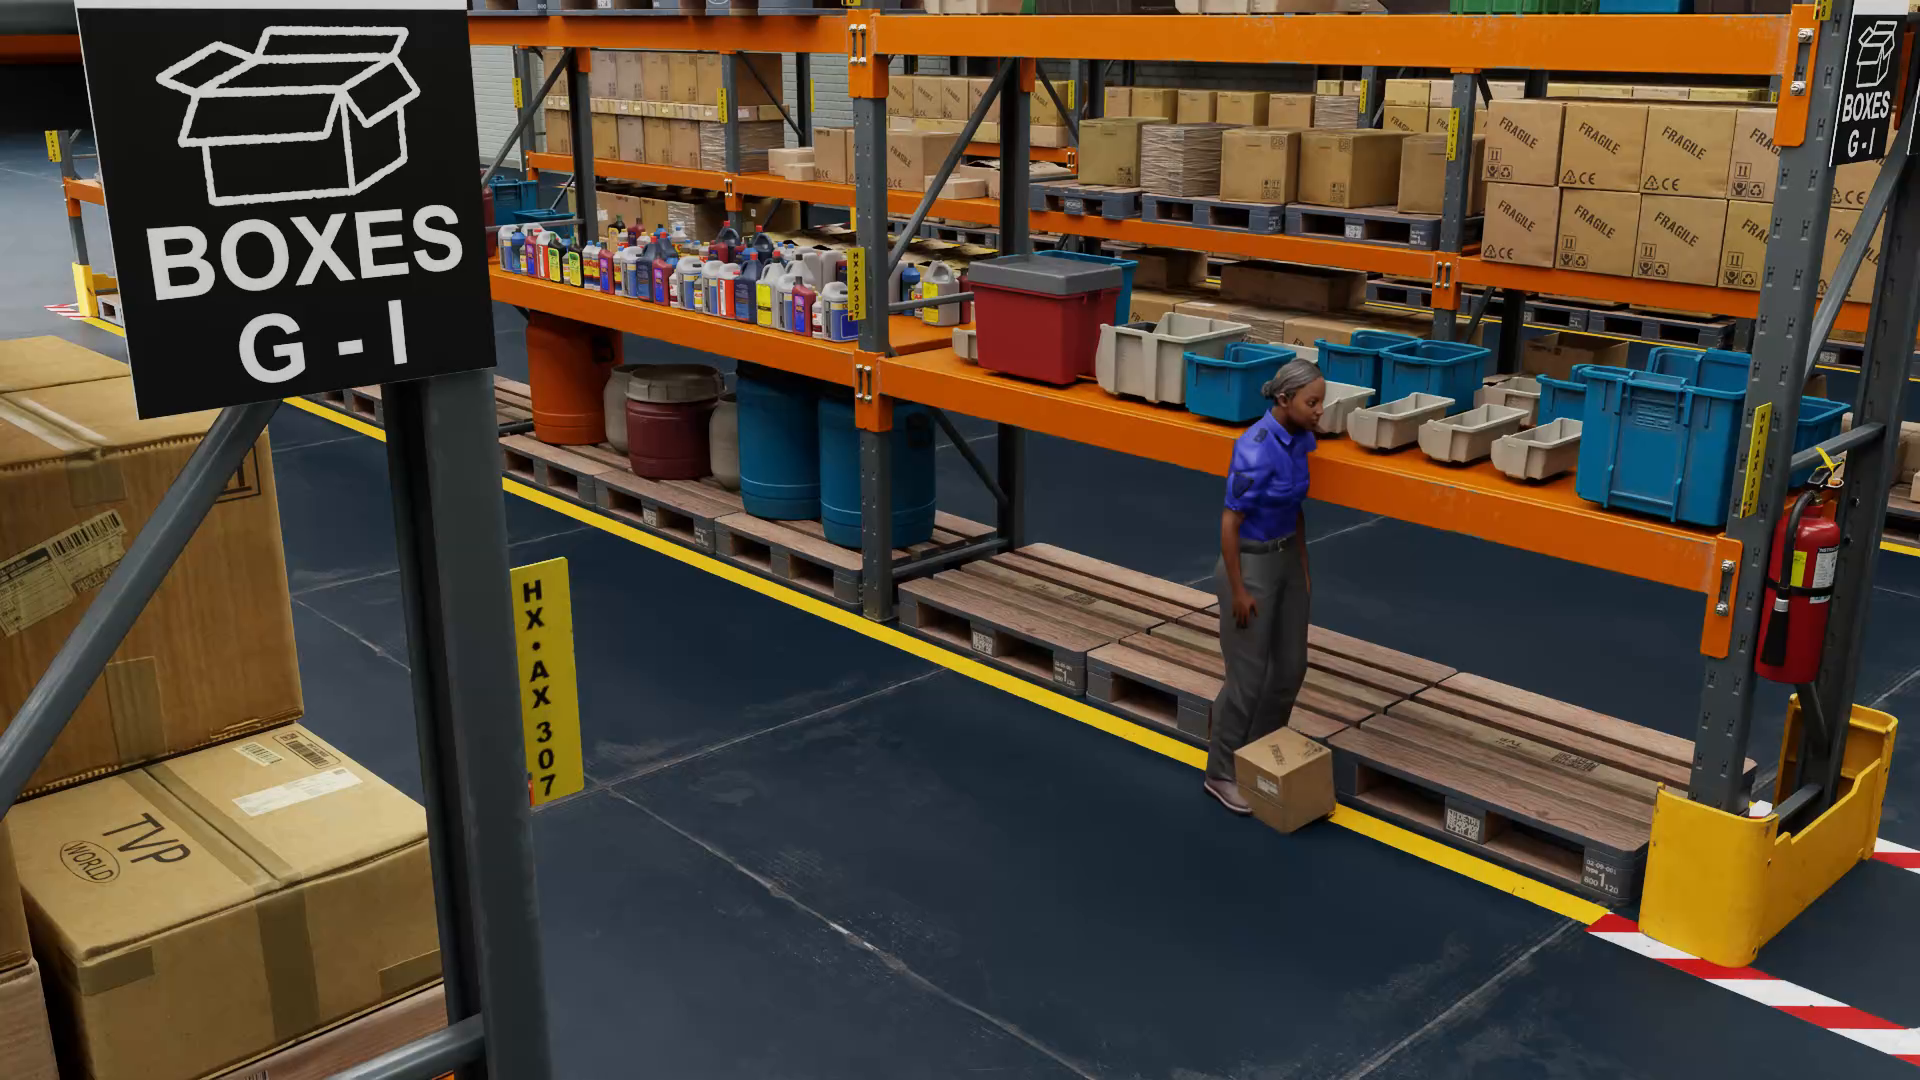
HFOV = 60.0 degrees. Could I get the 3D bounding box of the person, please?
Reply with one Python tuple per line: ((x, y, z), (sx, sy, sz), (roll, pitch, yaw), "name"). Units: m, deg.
((1.126, 0.146, 6.094), (0.346, 1.654, 0.511), (16, 24, 42), "person")
